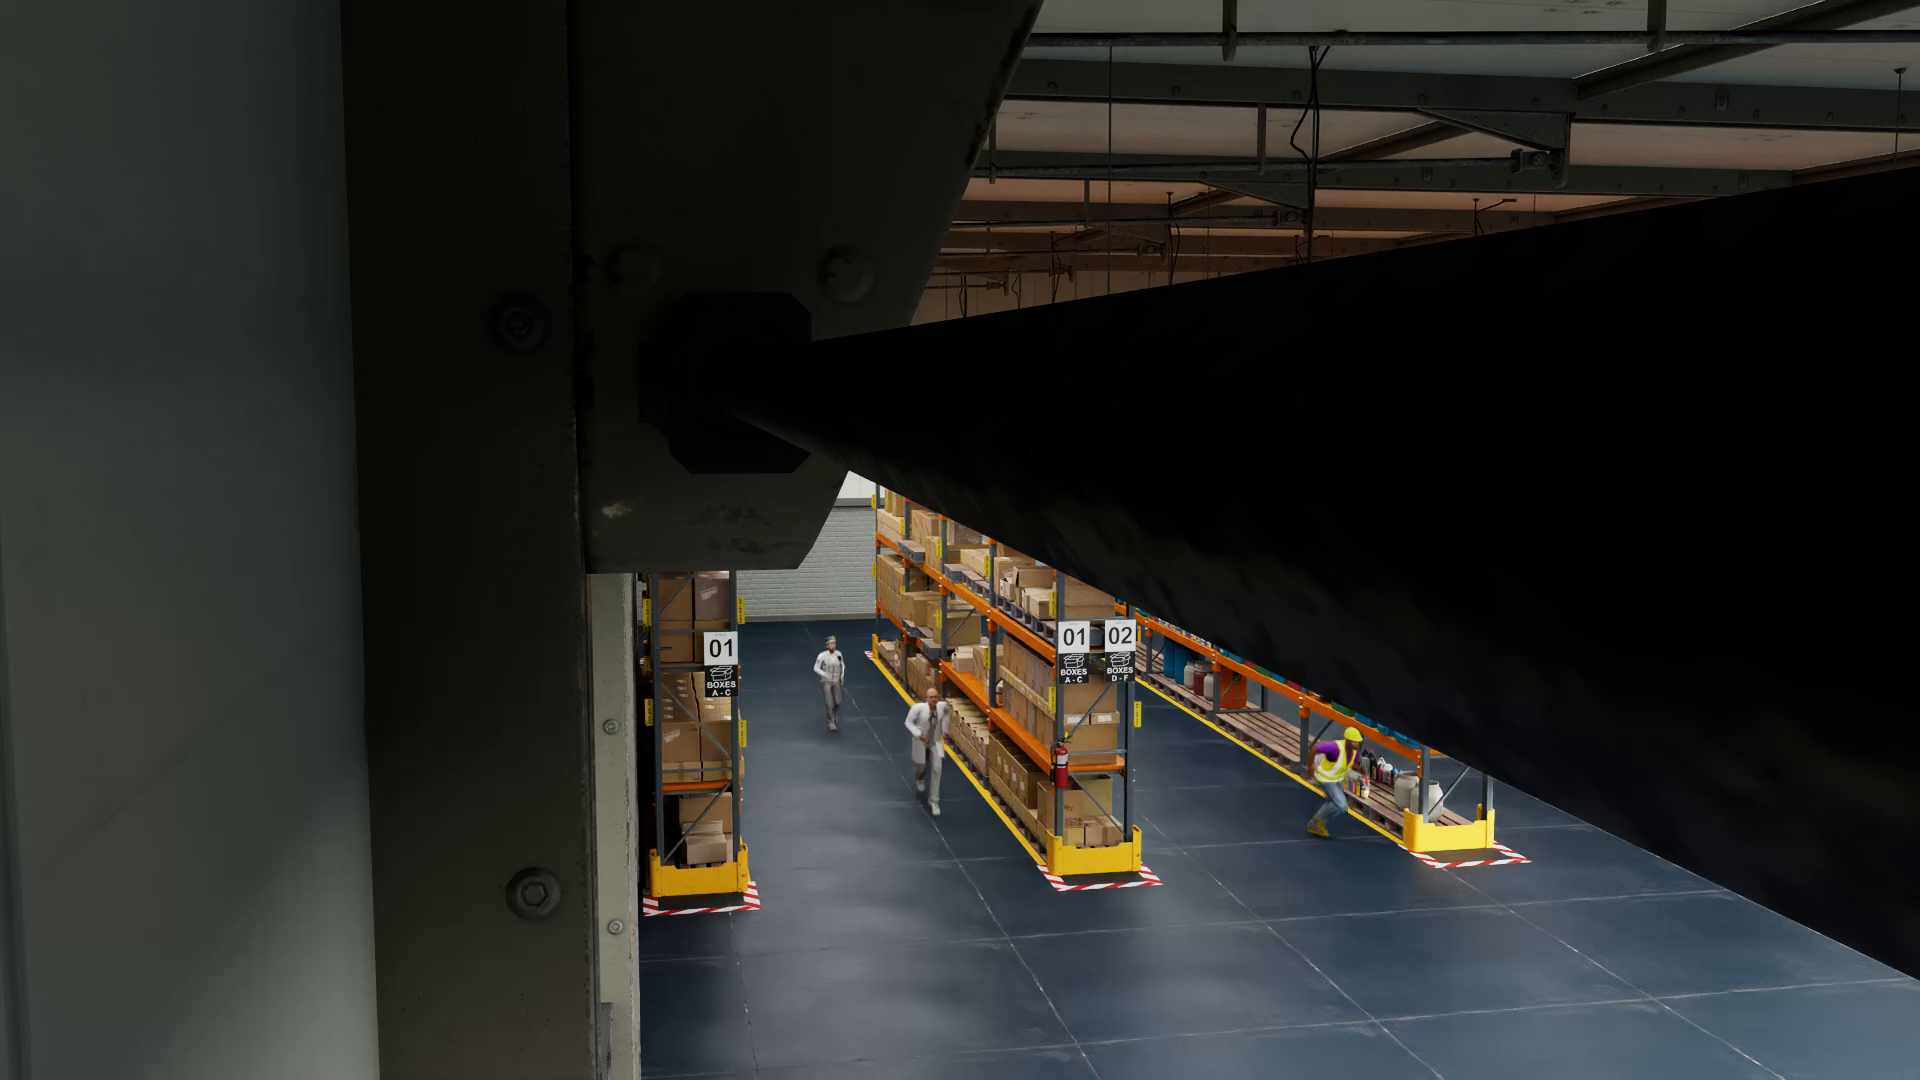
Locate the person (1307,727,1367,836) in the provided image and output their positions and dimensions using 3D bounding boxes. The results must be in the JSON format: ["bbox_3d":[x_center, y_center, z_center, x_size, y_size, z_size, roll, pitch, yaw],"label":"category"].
[{"bbox_3d":[5.002,3.251,22.271,0.740,1.578,0.894,-5,7,-38],"label":"person"}]

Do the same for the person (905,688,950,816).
[{"bbox_3d":[-0.473,2.991,24.121,0.712,1.778,1.188,-1,6,-13],"label":"person"}]

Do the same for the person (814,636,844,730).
[{"bbox_3d":[-2.272,2.511,29.265,0.596,1.664,0.566,-2,6,-22],"label":"person"}]
